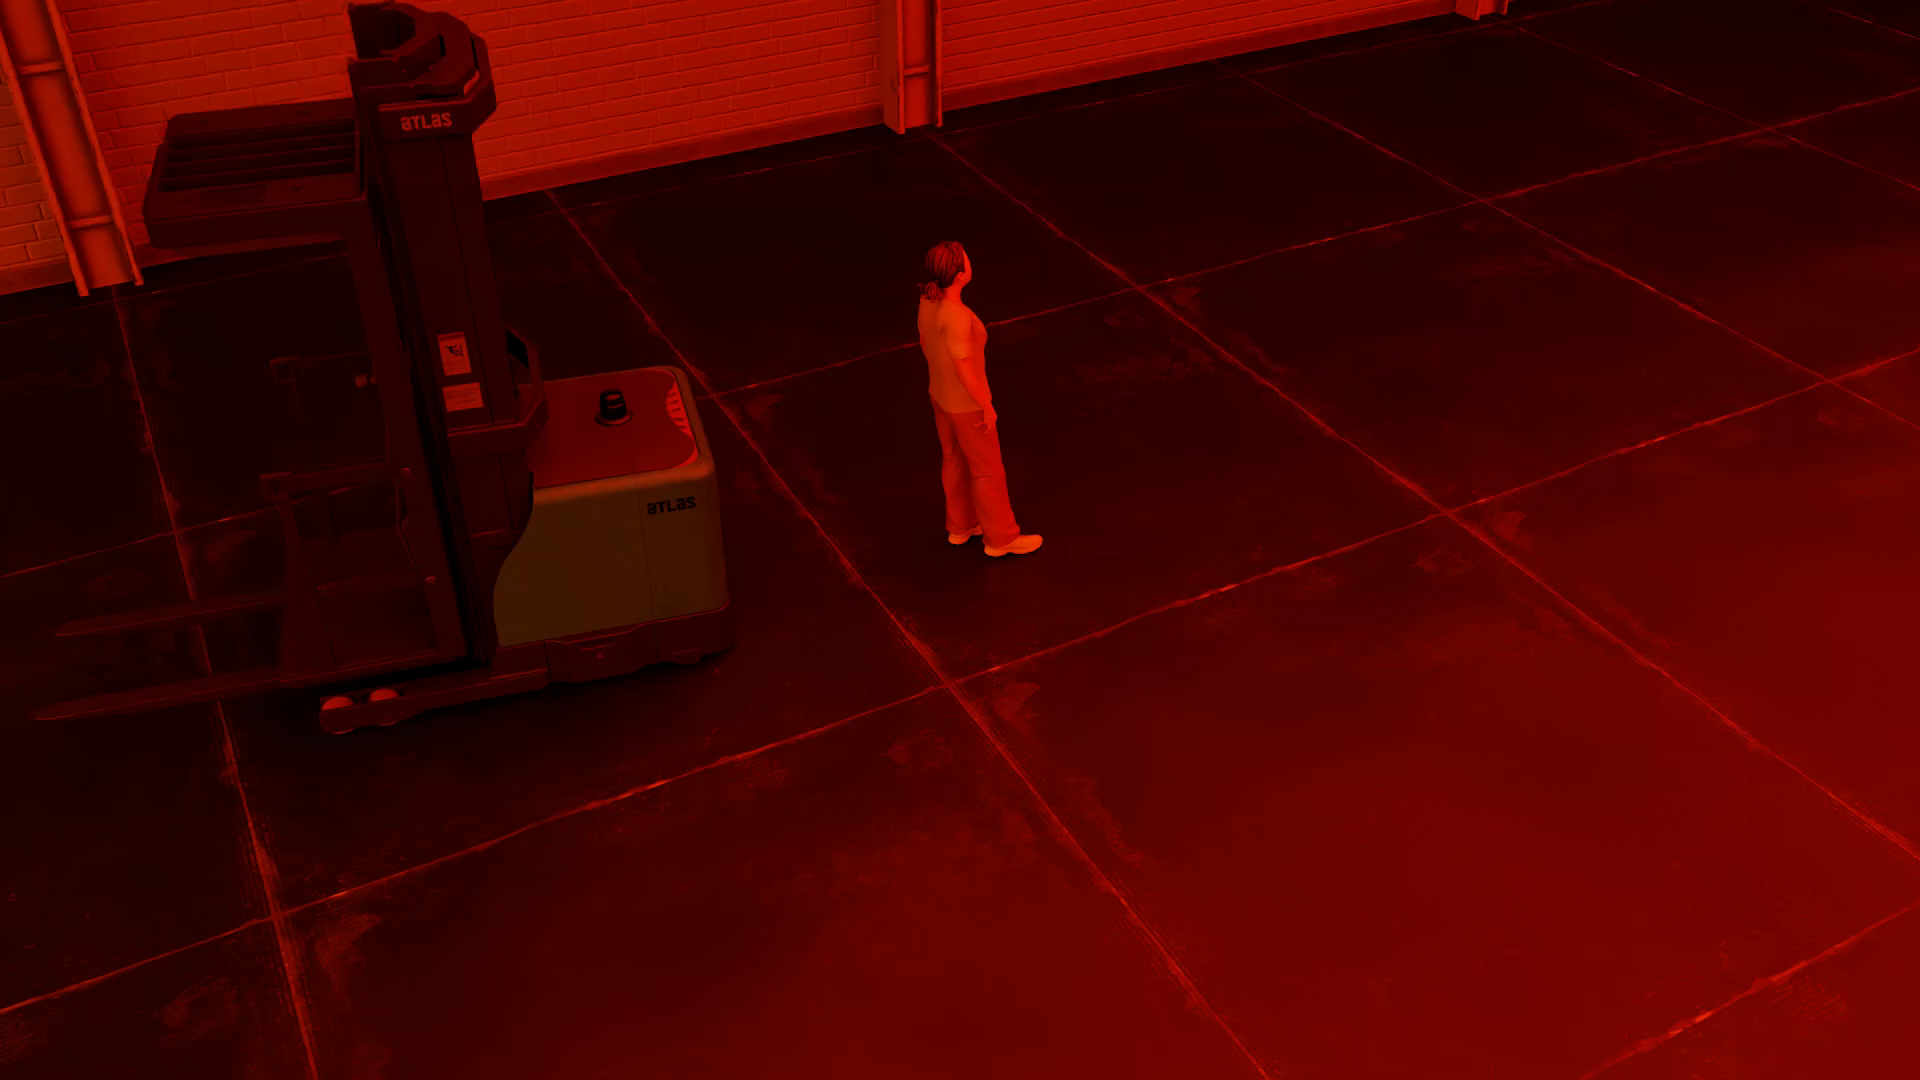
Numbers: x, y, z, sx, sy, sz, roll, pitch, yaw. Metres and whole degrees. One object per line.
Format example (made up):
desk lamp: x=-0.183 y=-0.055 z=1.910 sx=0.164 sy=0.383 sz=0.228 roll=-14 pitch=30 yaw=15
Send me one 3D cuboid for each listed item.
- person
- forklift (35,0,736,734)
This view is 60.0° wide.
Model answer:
person: x=0.070 y=-0.704 z=8.194 sx=0.549 sy=1.675 sz=0.553 roll=-17 pitch=39 yaw=-23
forklift: x=-2.639 y=-0.671 z=7.072 sx=3.031 sy=2.935 sz=1.130 roll=-10 pitch=36 yaw=-13
